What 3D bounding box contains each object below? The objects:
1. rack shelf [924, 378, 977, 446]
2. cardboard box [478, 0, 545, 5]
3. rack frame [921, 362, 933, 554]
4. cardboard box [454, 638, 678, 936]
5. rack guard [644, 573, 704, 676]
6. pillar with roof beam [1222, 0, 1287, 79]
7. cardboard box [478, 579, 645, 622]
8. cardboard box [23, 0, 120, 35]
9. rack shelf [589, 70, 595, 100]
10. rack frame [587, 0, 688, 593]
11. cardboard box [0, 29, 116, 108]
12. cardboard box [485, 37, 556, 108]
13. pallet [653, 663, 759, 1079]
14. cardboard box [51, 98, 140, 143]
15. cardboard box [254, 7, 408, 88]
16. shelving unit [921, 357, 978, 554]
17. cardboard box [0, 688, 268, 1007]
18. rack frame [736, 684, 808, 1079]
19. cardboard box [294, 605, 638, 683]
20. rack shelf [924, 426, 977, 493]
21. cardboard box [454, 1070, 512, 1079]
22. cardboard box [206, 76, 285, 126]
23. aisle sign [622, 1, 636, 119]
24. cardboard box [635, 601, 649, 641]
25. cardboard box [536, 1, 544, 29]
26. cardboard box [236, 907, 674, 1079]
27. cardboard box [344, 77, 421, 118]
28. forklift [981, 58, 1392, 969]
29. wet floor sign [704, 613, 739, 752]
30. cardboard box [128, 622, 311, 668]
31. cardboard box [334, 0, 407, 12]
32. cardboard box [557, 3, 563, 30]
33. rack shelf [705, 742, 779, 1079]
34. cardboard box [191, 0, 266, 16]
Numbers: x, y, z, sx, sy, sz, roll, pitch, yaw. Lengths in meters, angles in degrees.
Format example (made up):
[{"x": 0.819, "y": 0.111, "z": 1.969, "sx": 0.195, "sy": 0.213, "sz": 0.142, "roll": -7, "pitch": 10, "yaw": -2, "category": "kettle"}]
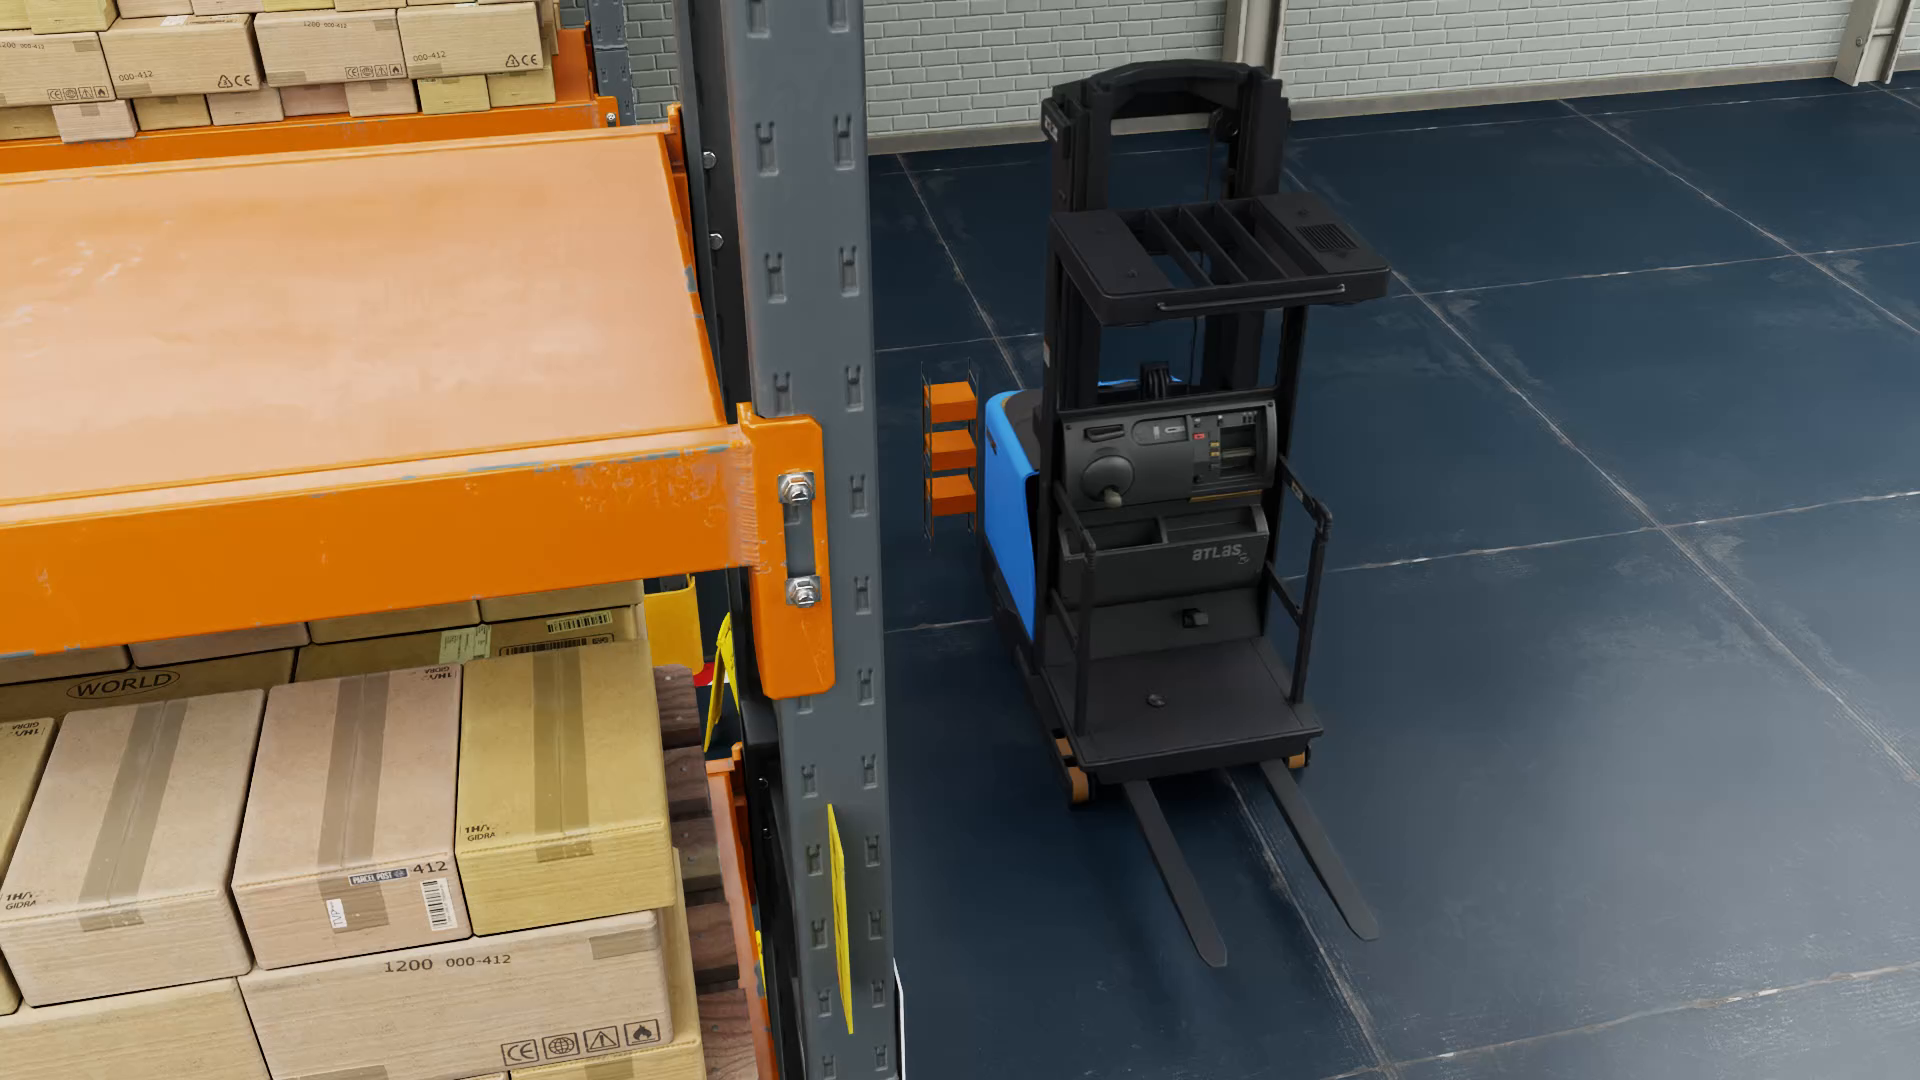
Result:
[{"x": -0.052, "y": -0.656, "z": 8.518, "sx": 0.240, "sy": 0.259, "sz": 0.215, "roll": -7, "pitch": 35, "yaw": -11, "category": "rack shelf"}, {"x": -1.715, "y": -2.175, "z": 6.341, "sx": 0.250, "sy": 0.149, "sz": 0.380, "roll": -7, "pitch": 34, "yaw": -10, "category": "cardboard box"}, {"x": -0.171, "y": -0.414, "z": 8.648, "sx": 0.008, "sy": 1.050, "sz": 0.200, "roll": -7, "pitch": 35, "yaw": -11, "category": "rack frame"}, {"x": -0.514, "y": 0.310, "z": 2.170, "sx": 0.250, "sy": 0.149, "sz": 0.380, "roll": -7, "pitch": 34, "yaw": -10, "category": "cardboard box"}, {"x": -1.525, "y": 0.142, "z": 8.313, "sx": 0.348, "sy": 0.500, "sz": 1.175, "roll": -7, "pitch": 35, "yaw": -11, "category": "rack guard"}, {"x": 3.375, "y": -4.896, "z": 8.193, "sx": 0.400, "sy": 9.000, "sz": 9.100, "roll": -7, "pitch": 35, "yaw": -11, "category": "pillar with roof beam"}, {"x": -0.656, "y": -0.047, "z": 2.703, "sx": 0.250, "sy": 0.149, "sz": 0.380, "roll": -7, "pitch": 34, "yaw": -10, "category": "cardboard box"}, {"x": -3.204, "y": -1.969, "z": 6.033, "sx": 0.250, "sy": 0.149, "sz": 0.380, "roll": -6, "pitch": 34, "yaw": -9, "category": "cardboard box"}, {"x": -4.500, "y": -3.058, "z": 11.483, "sx": 4.000, "sy": 0.370, "sz": 1.077, "roll": -7, "pitch": 35, "yaw": -11, "category": "rack shelf"}, {"x": -1.451, "y": -0.905, "z": 7.630, "sx": 0.127, "sy": 3.000, "sz": 1.000, "roll": -7, "pitch": 35, "yaw": -11, "category": "rack frame"}, {"x": -3.378, "y": -1.812, "z": 6.157, "sx": 0.500, "sy": 0.250, "sz": 0.500, "roll": -7, "pitch": 34, "yaw": -10, "category": "cardboard box"}, {"x": -1.737, "y": -1.850, "z": 6.572, "sx": 0.250, "sy": 0.149, "sz": 0.380, "roll": -7, "pitch": 34, "yaw": -10, "category": "cardboard box"}, {"x": -0.981, "y": 0.661, "z": 2.684, "sx": 1.213, "sy": 0.211, "sz": 1.003, "roll": -7, "pitch": 35, "yaw": -11, "category": "pallet"}, {"x": -3.225, "y": -1.637, "z": 6.255, "sx": 0.250, "sy": 0.149, "sz": 0.380, "roll": -8, "pitch": 35, "yaw": -11, "category": "cardboard box"}, {"x": -2.384, "y": -1.949, "z": 6.361, "sx": 0.500, "sy": 0.250, "sz": 0.500, "roll": -8, "pitch": 35, "yaw": -11, "category": "cardboard box"}, {"x": -0.052, "y": -0.429, "z": 8.671, "sx": 0.252, "sy": 1.050, "sz": 0.215, "roll": -7, "pitch": 35, "yaw": -11, "category": "shelving unit"}, {"x": -1.008, "y": 0.372, "z": 2.078, "sx": 0.250, "sy": 0.149, "sz": 0.380, "roll": -7, "pitch": 34, "yaw": -10, "category": "cardboard box"}, {"x": -0.260, "y": 1.773, "z": 3.639, "sx": 0.127, "sy": 3.000, "sz": 1.000, "roll": -7, "pitch": 35, "yaw": -11, "category": "rack frame"}, {"x": -0.787, "y": 0.170, "z": 2.737, "sx": 0.500, "sy": 0.250, "sz": 0.500, "roll": -7, "pitch": 35, "yaw": -11, "category": "cardboard box"}, {"x": -0.052, "y": -0.421, "z": 8.677, "sx": 0.240, "sy": 0.259, "sz": 0.215, "roll": -7, "pitch": 35, "yaw": -11, "category": "rack shelf"}, {"x": -0.756, "y": 0.671, "z": 2.348, "sx": 0.250, "sy": 0.149, "sz": 0.380, "roll": -7, "pitch": 34, "yaw": -10, "category": "cardboard box"}, {"x": -2.733, "y": -1.737, "z": 6.402, "sx": 0.250, "sy": 0.149, "sz": 0.380, "roll": -7, "pitch": 35, "yaw": -11, "category": "cardboard box"}, {"x": -1.326, "y": -1.835, "z": 6.682, "sx": 0.004, "sy": 0.787, "sz": 0.394, "roll": -7, "pitch": 35, "yaw": -11, "category": "aisle sign"}, {"x": -0.665, "y": 0.284, "z": 2.926, "sx": 0.250, "sy": 0.149, "sz": 0.380, "roll": -7, "pitch": 34, "yaw": -10, "category": "cardboard box"}, {"x": -2.000, "y": -2.295, "z": 6.877, "sx": 0.500, "sy": 0.250, "sz": 0.500, "roll": -8, "pitch": 35, "yaw": -11, "category": "cardboard box"}, {"x": -0.676, "y": 0.462, "z": 2.302, "sx": 0.500, "sy": 0.250, "sz": 0.500, "roll": -7, "pitch": 34, "yaw": -10, "category": "cardboard box"}, {"x": -2.239, "y": -1.788, "z": 6.479, "sx": 0.250, "sy": 0.149, "sz": 0.380, "roll": -6, "pitch": 34, "yaw": -9, "category": "cardboard box"}, {"x": 0.932, "y": -0.301, "z": 6.791, "sx": 1.130, "sy": 2.935, "sz": 3.031, "roll": -7, "pitch": 35, "yaw": -11, "category": "forklift"}, {"x": -1.029, "y": 0.631, "z": 7.454, "sx": 0.232, "sy": 0.644, "sz": 0.267, "roll": 4, "pitch": 34, "yaw": 6, "category": "wet floor sign"}, {"x": -1.150, "y": 0.014, "z": 2.611, "sx": 0.250, "sy": 0.149, "sz": 0.380, "roll": -8, "pitch": 35, "yaw": -11, "category": "cardboard box"}, {"x": -2.220, "y": -2.123, "z": 6.263, "sx": 0.250, "sy": 0.149, "sz": 0.380, "roll": -8, "pitch": 35, "yaw": -11, "category": "cardboard box"}, {"x": -3.094, "y": -3.734, "z": 11.756, "sx": 0.500, "sy": 0.500, "sz": 0.500, "roll": -6, "pitch": 34, "yaw": -9, "category": "cardboard box"}, {"x": -2.211, "y": 1.072, "z": 2.638, "sx": 4.000, "sy": 0.370, "sz": 1.077, "roll": -7, "pitch": 35, "yaw": -11, "category": "rack shelf"}, {"x": -2.719, "y": -2.094, "z": 6.219, "sx": 0.250, "sy": 0.149, "sz": 0.380, "roll": -7, "pitch": 35, "yaw": -11, "category": "cardboard box"}]
